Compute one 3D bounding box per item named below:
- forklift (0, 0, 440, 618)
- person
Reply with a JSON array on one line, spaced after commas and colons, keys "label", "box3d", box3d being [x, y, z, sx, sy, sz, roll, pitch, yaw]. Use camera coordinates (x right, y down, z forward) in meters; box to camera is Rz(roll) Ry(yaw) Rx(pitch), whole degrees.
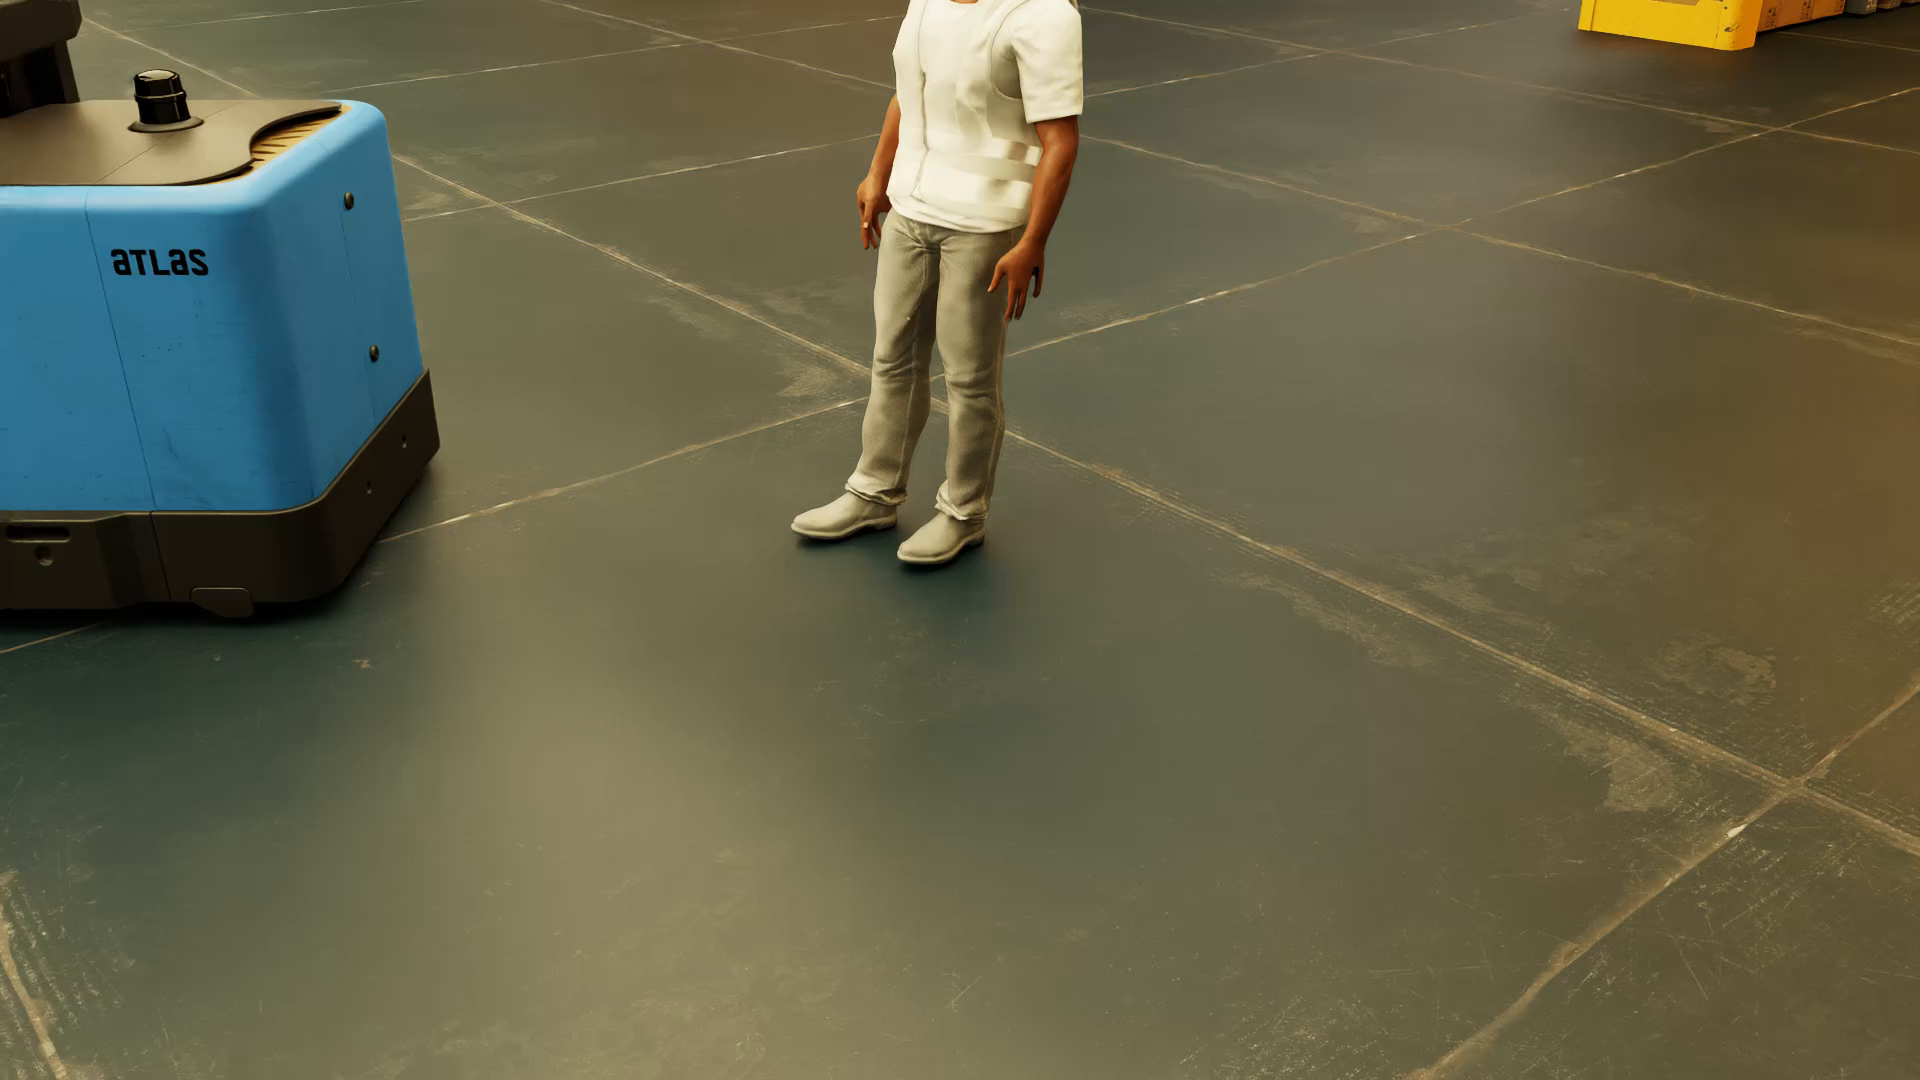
[{"label": "forklift", "box3d": [-3.045, -1.332, 3.887, 3.031, 2.935, 1.130, 0, 26, 0]}, {"label": "person", "box3d": [-0.057, -0.779, 4.070, 0.577, 1.764, 0.666, -20, 33, -35]}]
